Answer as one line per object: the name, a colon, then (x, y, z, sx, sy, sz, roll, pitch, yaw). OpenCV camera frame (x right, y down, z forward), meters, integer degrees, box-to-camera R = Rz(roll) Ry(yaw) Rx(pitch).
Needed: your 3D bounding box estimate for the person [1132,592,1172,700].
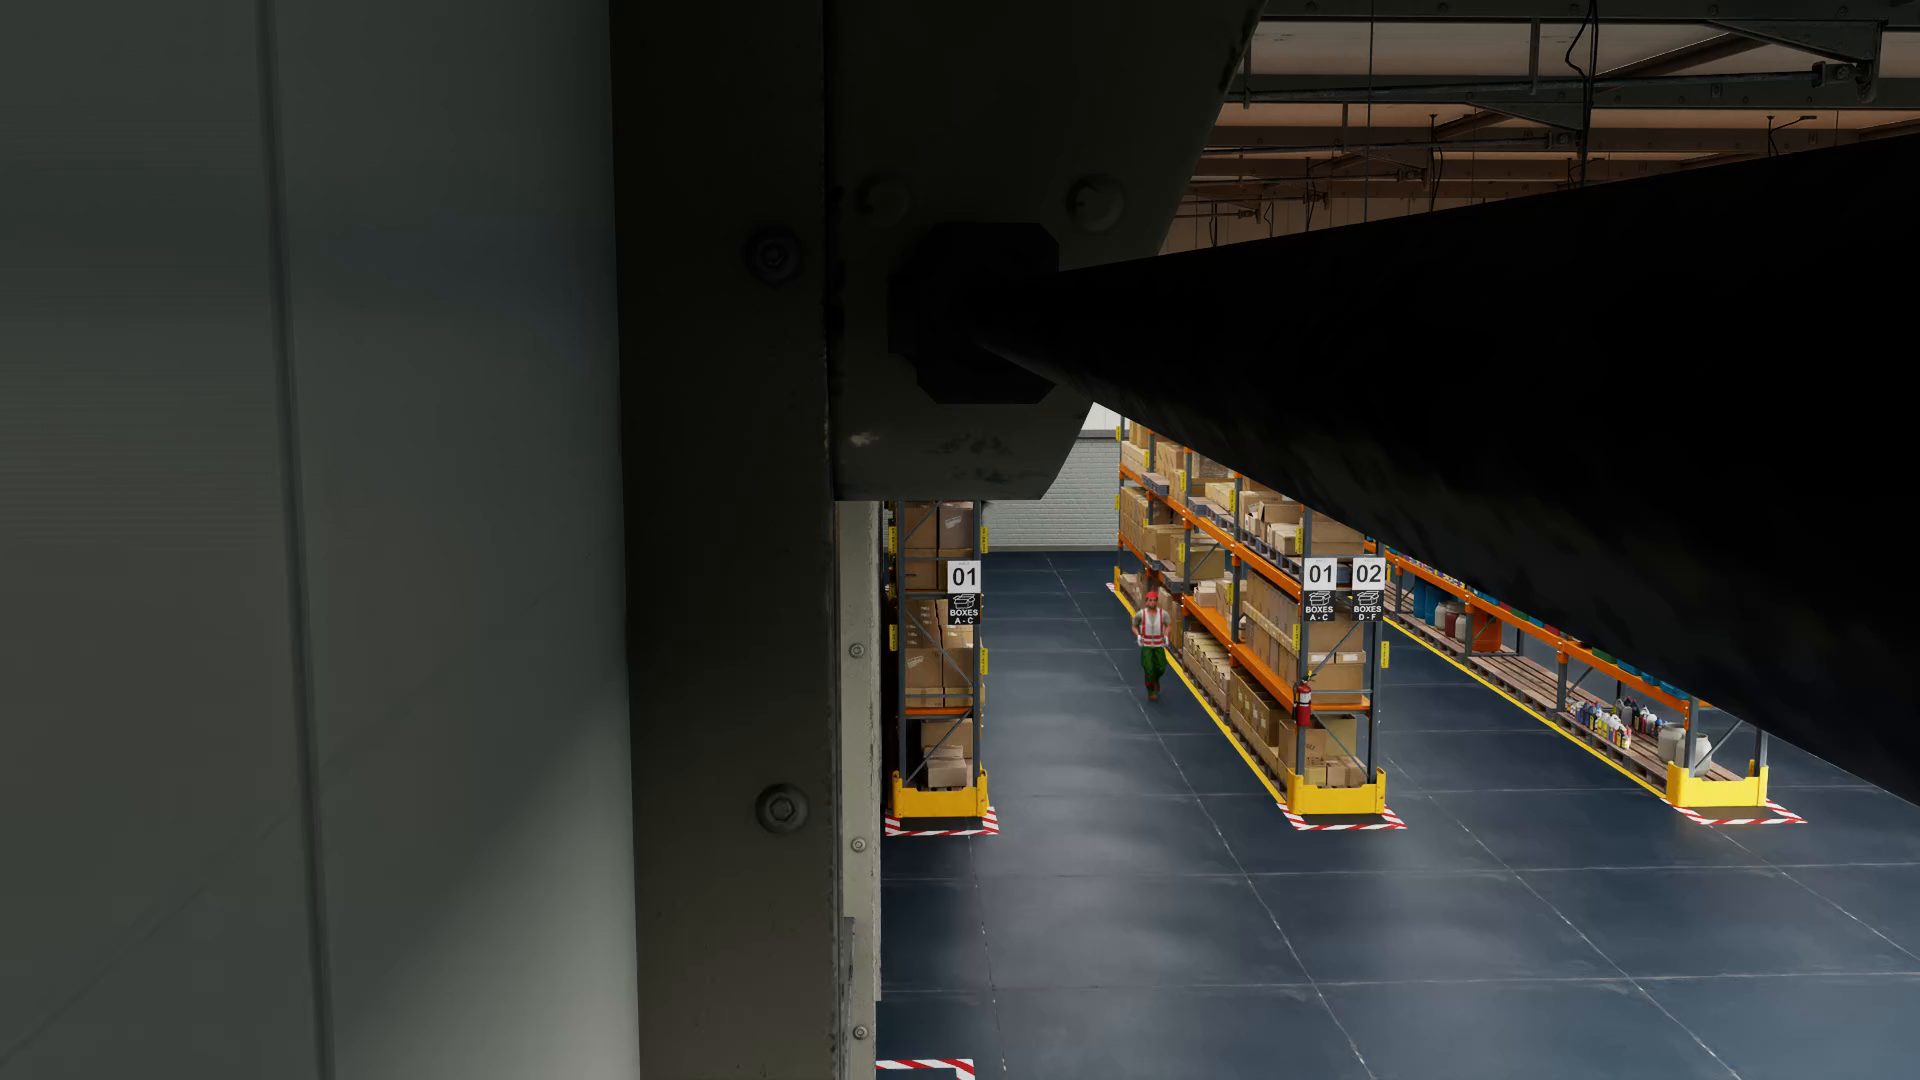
person: (3.050, 1.676, 26.408, 0.636, 1.741, 0.586, 0, 8, 1)
